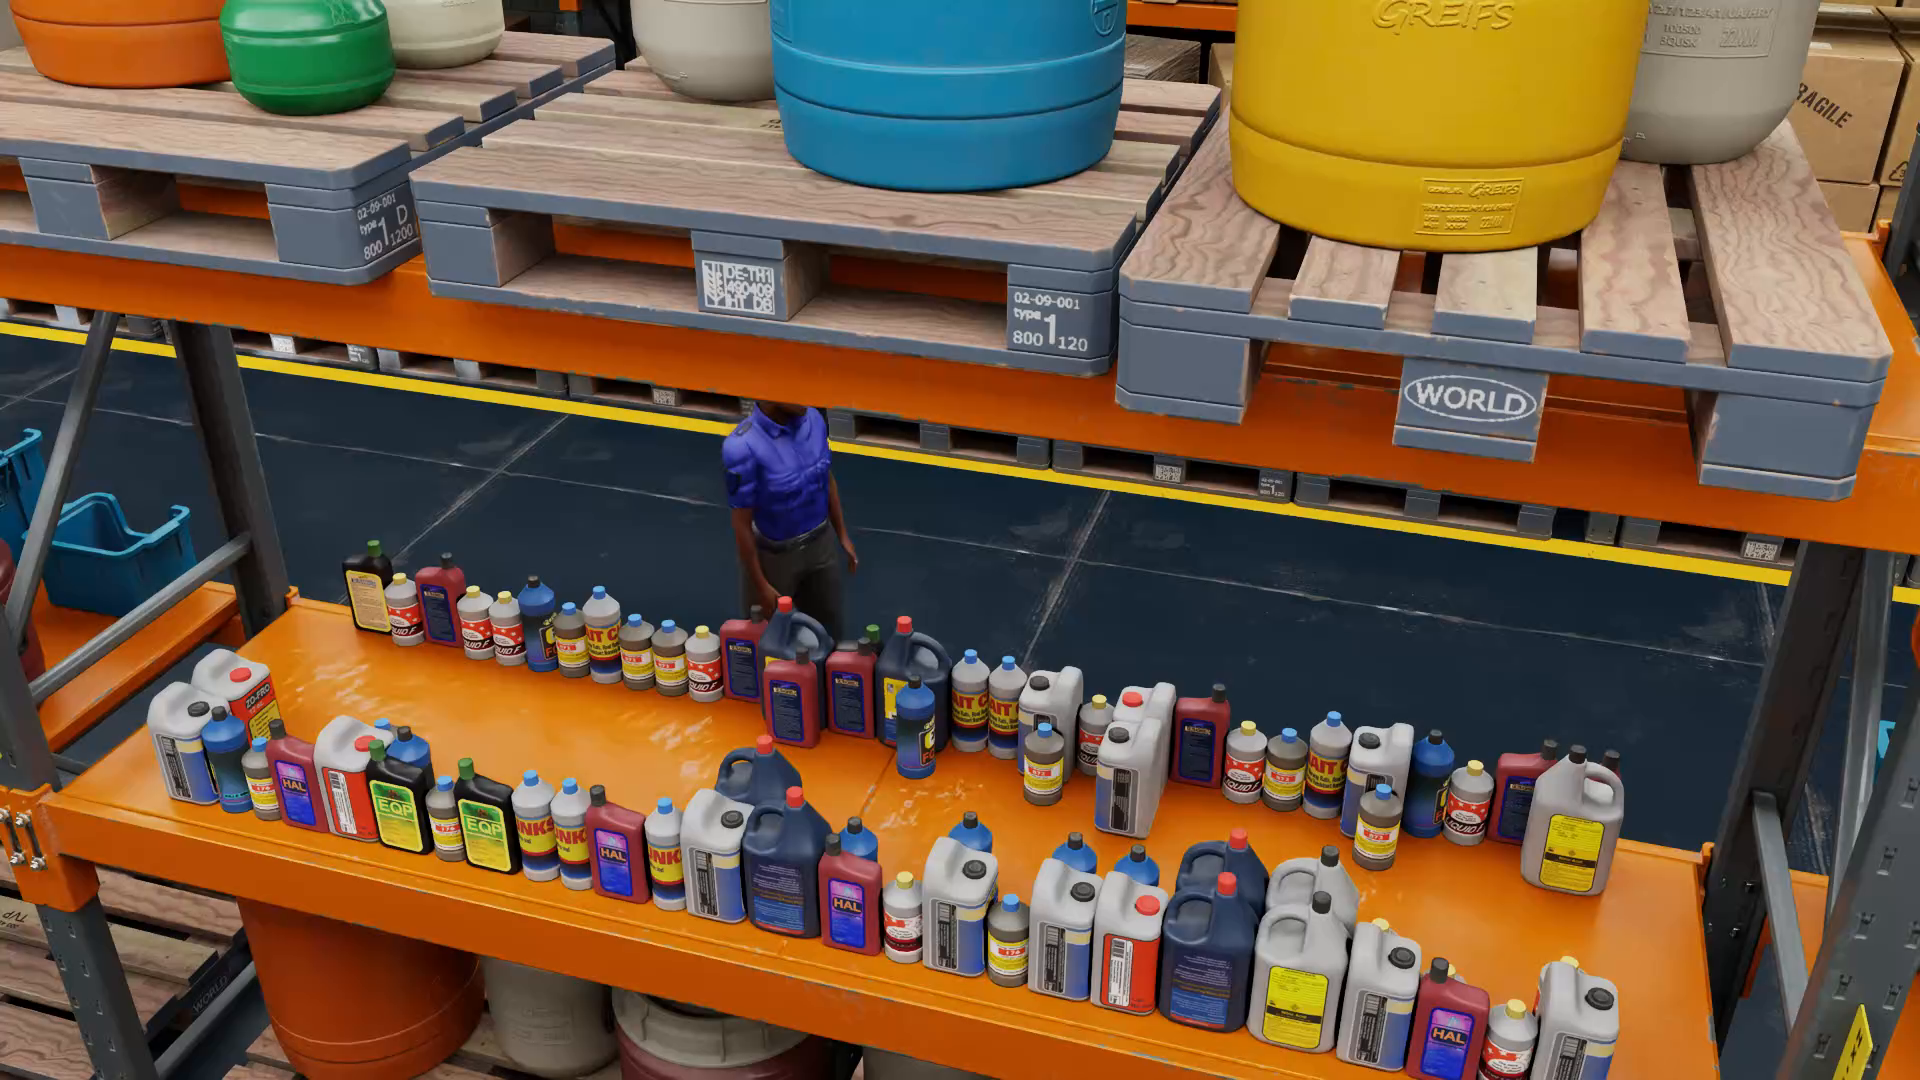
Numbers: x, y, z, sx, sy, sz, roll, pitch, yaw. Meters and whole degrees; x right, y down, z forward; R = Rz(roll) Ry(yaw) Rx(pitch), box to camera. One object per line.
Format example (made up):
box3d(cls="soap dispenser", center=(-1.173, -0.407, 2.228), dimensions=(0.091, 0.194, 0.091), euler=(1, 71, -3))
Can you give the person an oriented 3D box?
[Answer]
box3d(cls="person", center=(-0.619, 0.077, 5.949), dimensions=(0.405, 1.661, 0.574), euler=(26, 38, 37))
